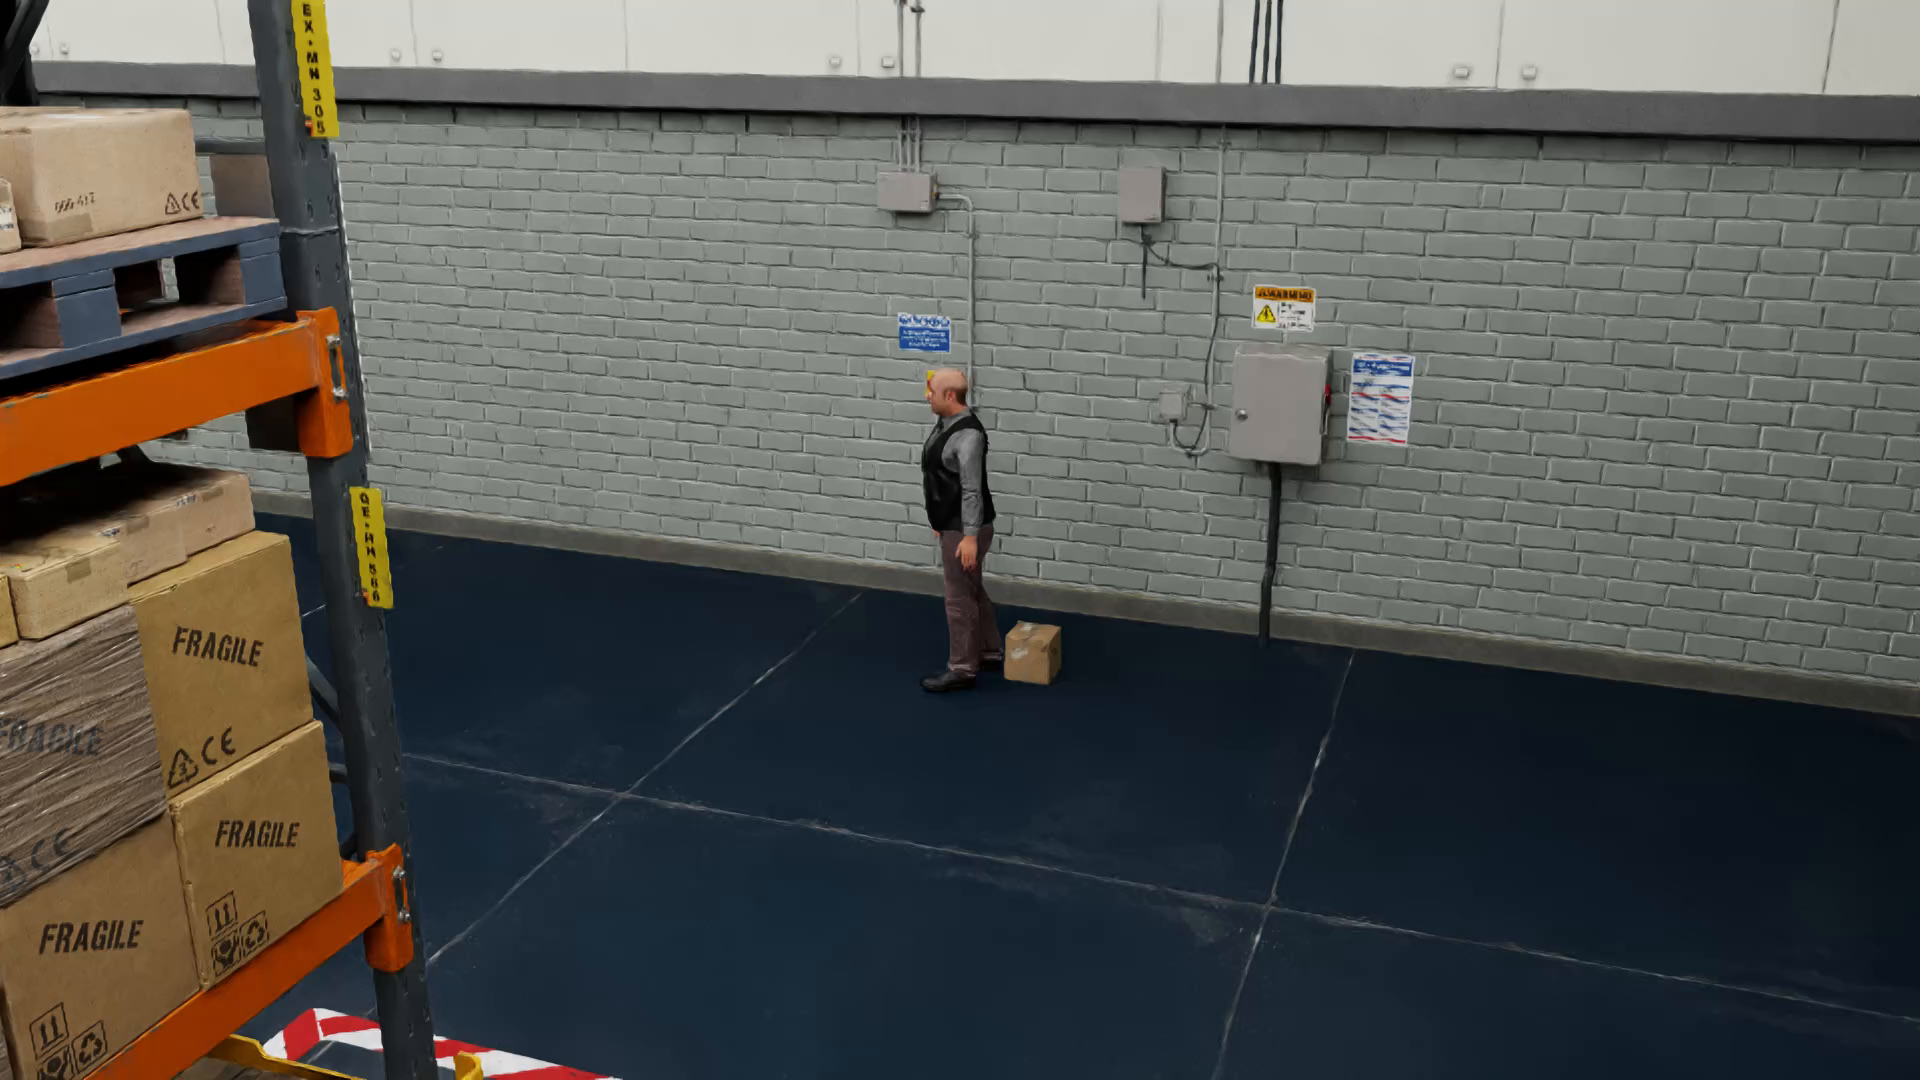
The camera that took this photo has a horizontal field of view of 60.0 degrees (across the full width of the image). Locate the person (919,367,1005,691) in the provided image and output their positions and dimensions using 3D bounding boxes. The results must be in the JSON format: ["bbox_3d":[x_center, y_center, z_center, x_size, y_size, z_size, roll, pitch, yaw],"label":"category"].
[{"bbox_3d":[0.010,-0.065,8.790,0.500,1.731,0.602,-3,19,-8],"label":"person"}]
